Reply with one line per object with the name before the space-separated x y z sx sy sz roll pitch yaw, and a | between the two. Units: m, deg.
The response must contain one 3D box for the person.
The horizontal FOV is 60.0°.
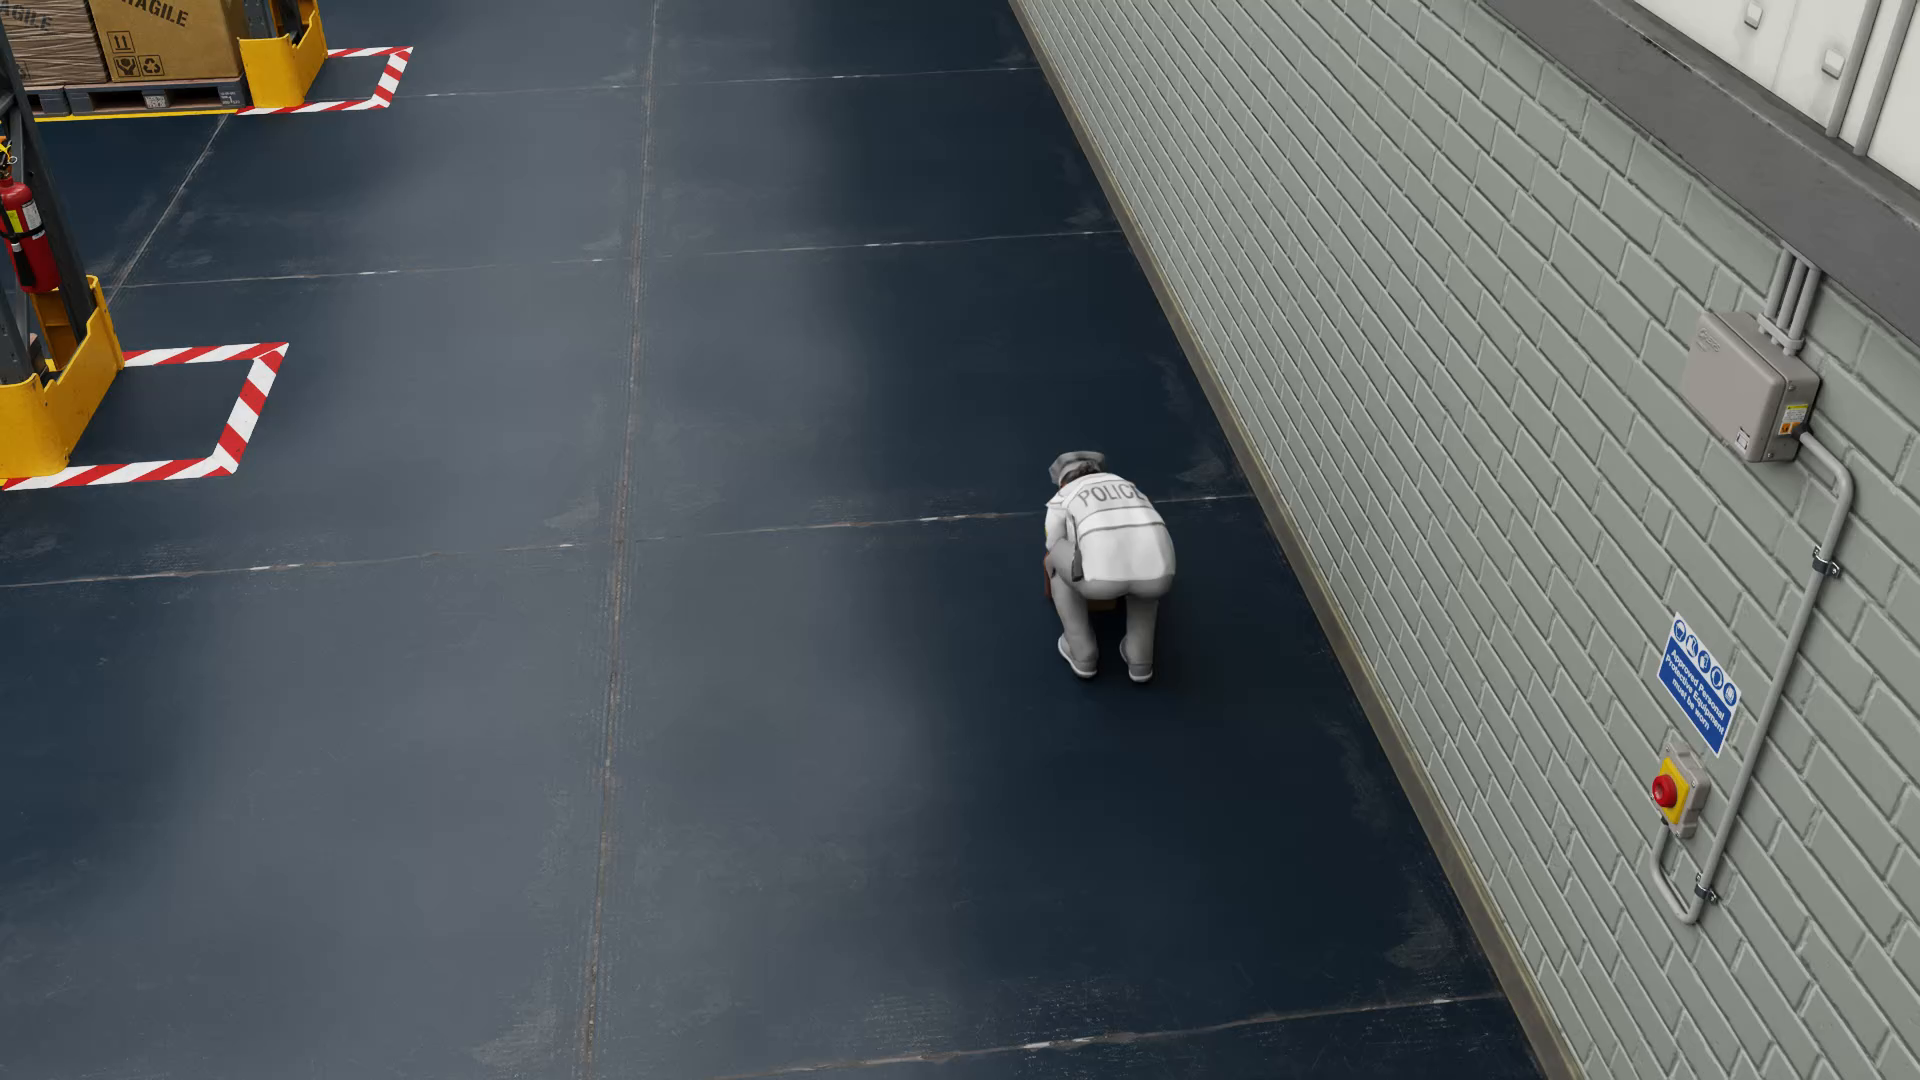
person | 0.579 0.105 6.763 0.456 0.823 0.919 -6 35 -8
